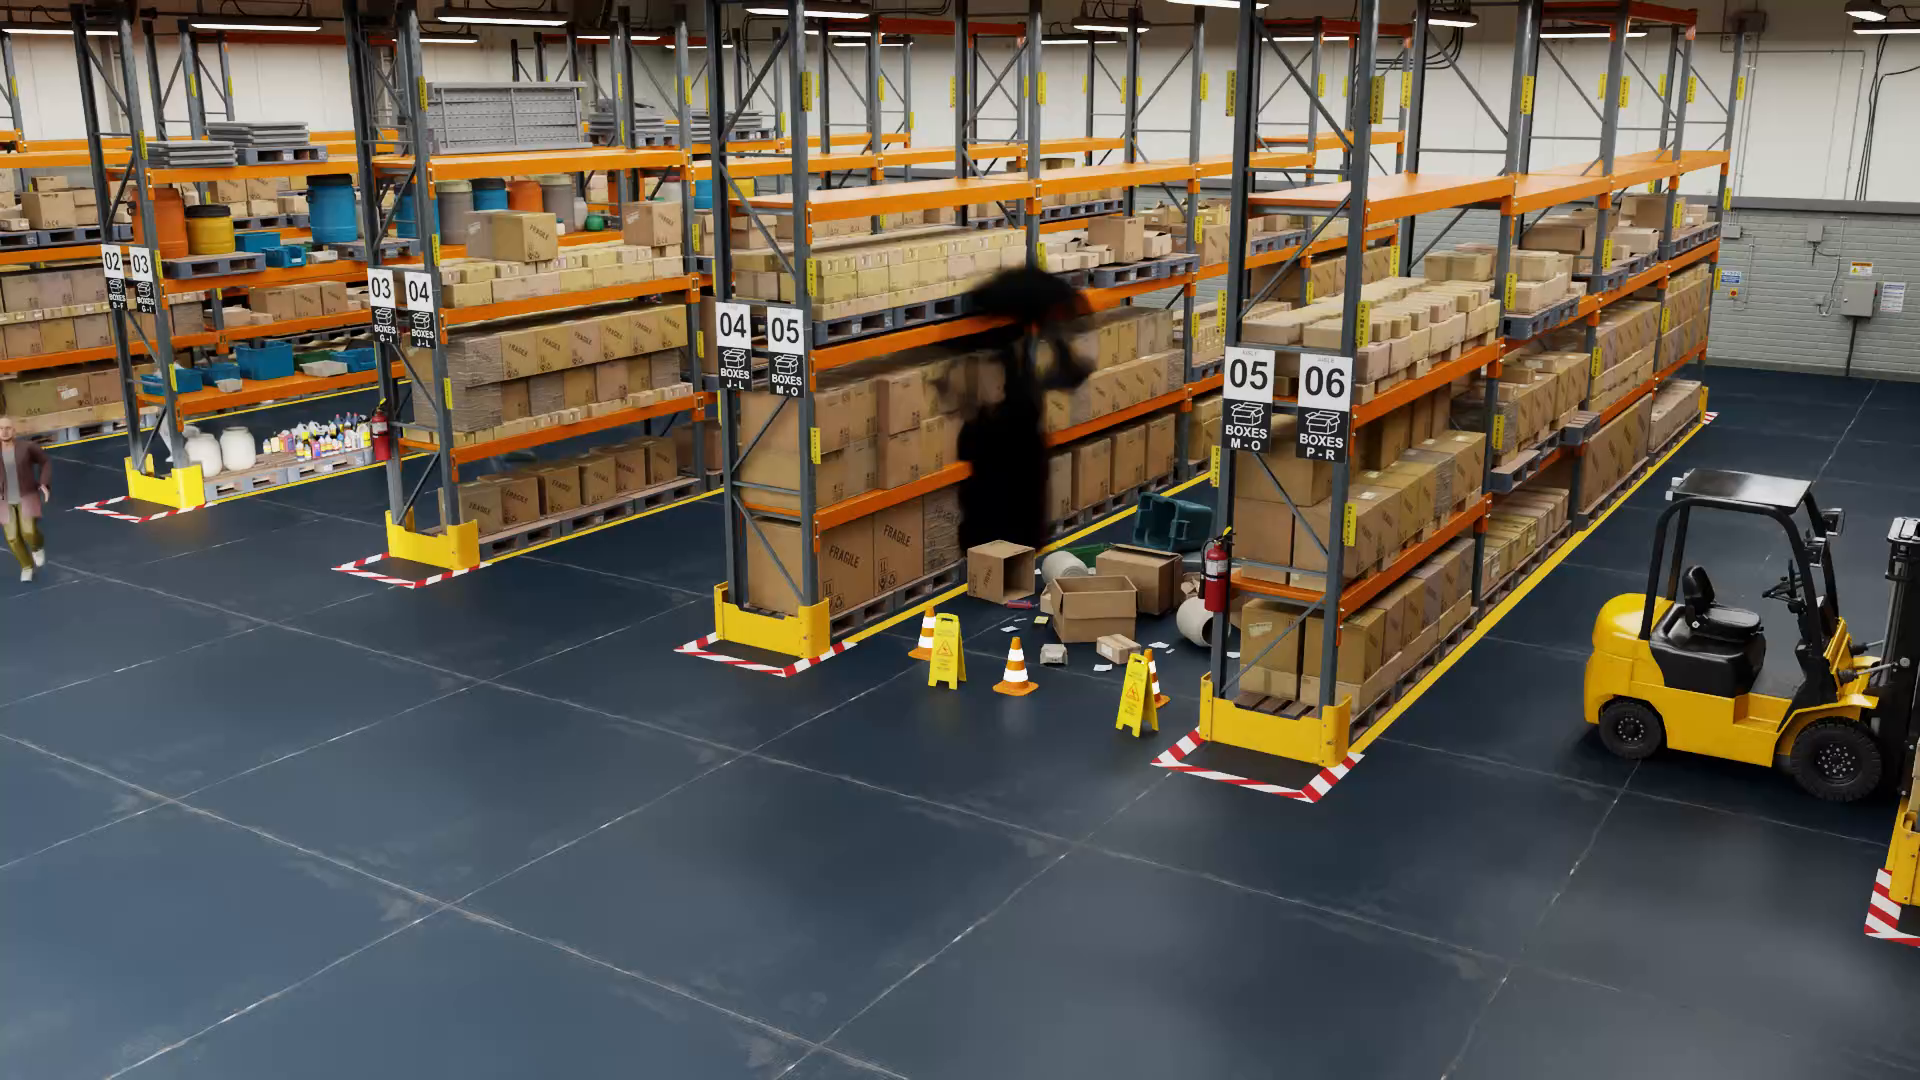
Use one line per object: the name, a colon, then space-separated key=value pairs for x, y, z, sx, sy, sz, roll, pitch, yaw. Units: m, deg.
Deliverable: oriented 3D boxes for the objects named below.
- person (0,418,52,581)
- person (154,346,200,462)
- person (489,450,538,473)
person: x=-9.938 y=-0.422 z=17.519 sx=0.706 sy=1.737 sz=0.632 roll=-6 pitch=17 yaw=-21
person: x=-10.944 y=-1.919 z=23.117 sx=0.565 sy=1.630 sz=0.572 roll=8 pitch=17 yaw=25
person: x=-5.828 y=-1.500 z=21.428 sx=0.701 sy=1.732 sz=0.680 roll=10 pitch=19 yaw=33
